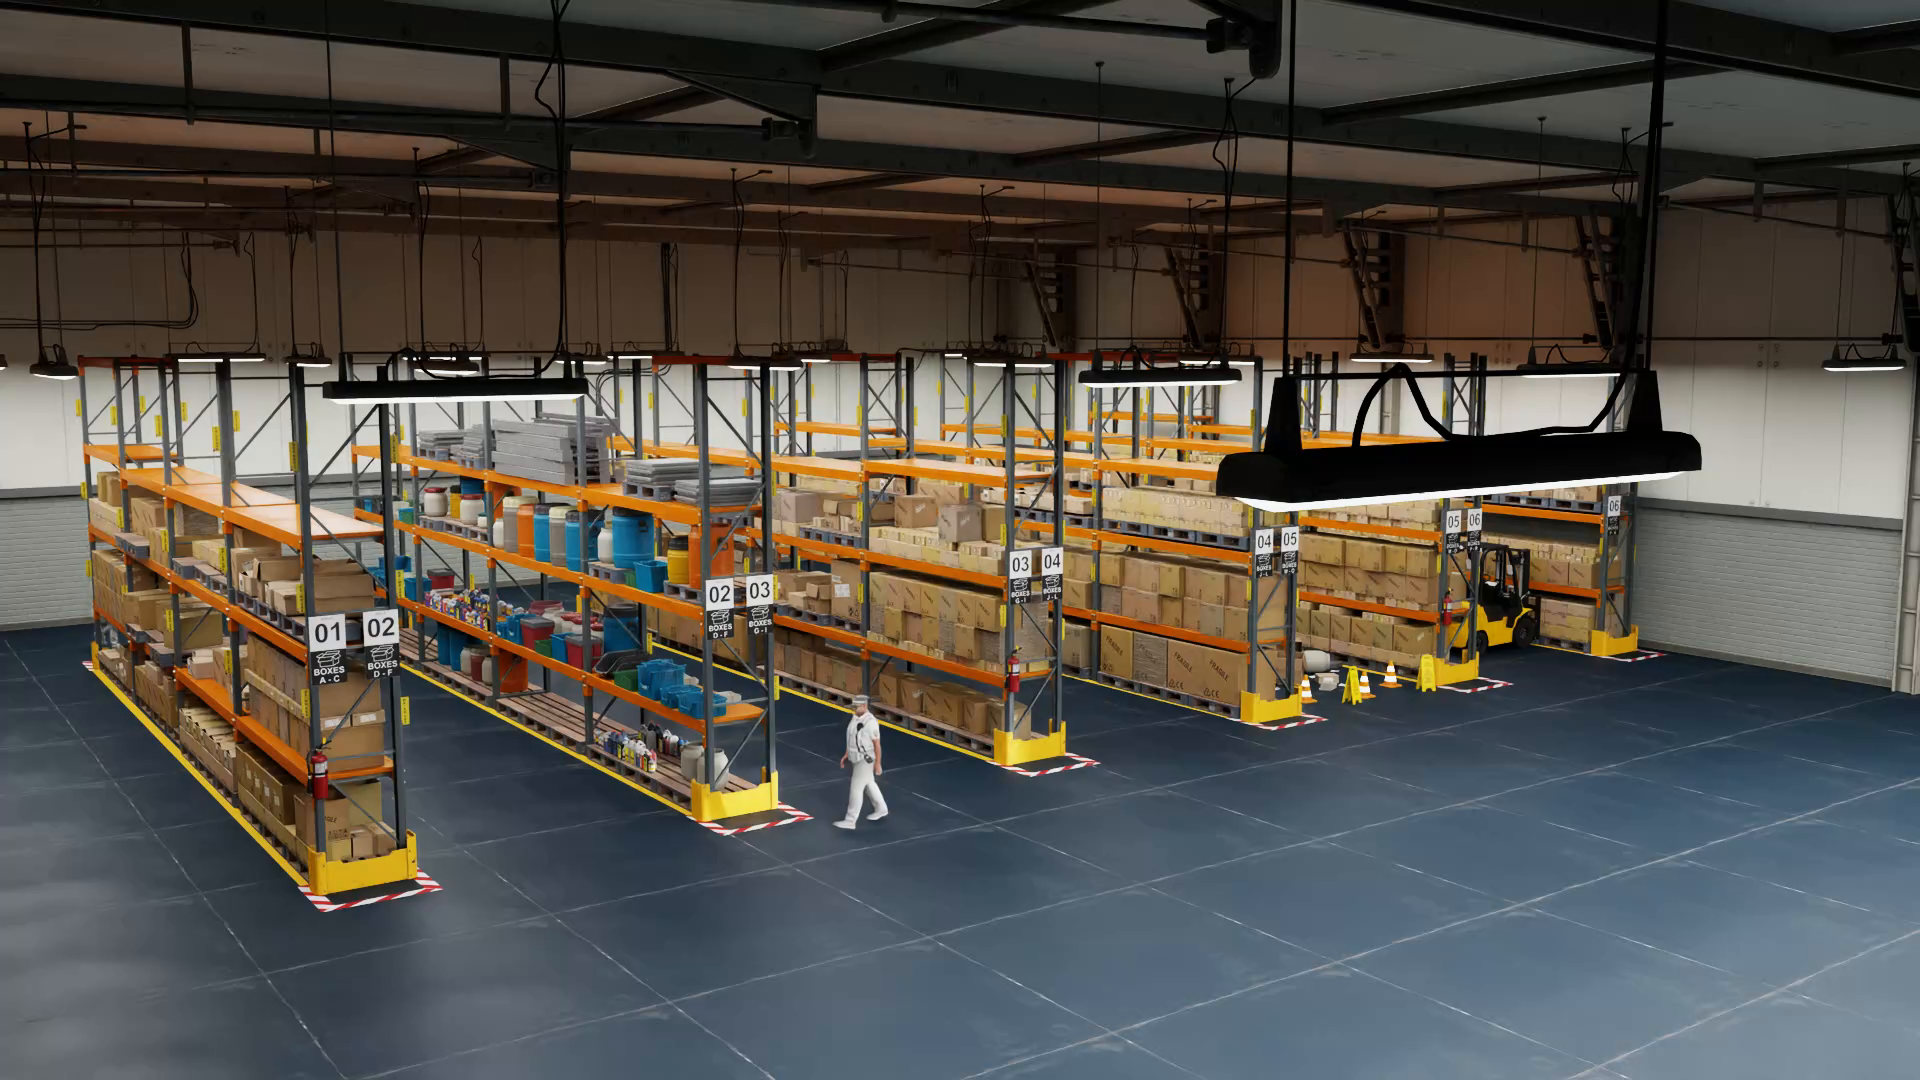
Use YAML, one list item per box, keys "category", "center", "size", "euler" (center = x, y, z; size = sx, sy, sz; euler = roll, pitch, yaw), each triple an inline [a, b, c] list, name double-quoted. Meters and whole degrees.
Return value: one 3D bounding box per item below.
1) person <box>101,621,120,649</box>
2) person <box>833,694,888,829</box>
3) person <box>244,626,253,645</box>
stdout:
- category: "person"
  center: [-17.303, 1.341, 33.824]
  size: [0.720, 1.771, 0.562]
  euler: [1, 7, 8]
- category: "person"
  center: [-1.316, 2.858, 21.642]
  size: [0.907, 1.717, 0.551]
  euler: [-3, 8, -26]
- category: "person"
  center: [-13.154, 1.845, 30.532]
  size: [0.442, 1.540, 0.972]
  euler: [-5, 9, -37]
